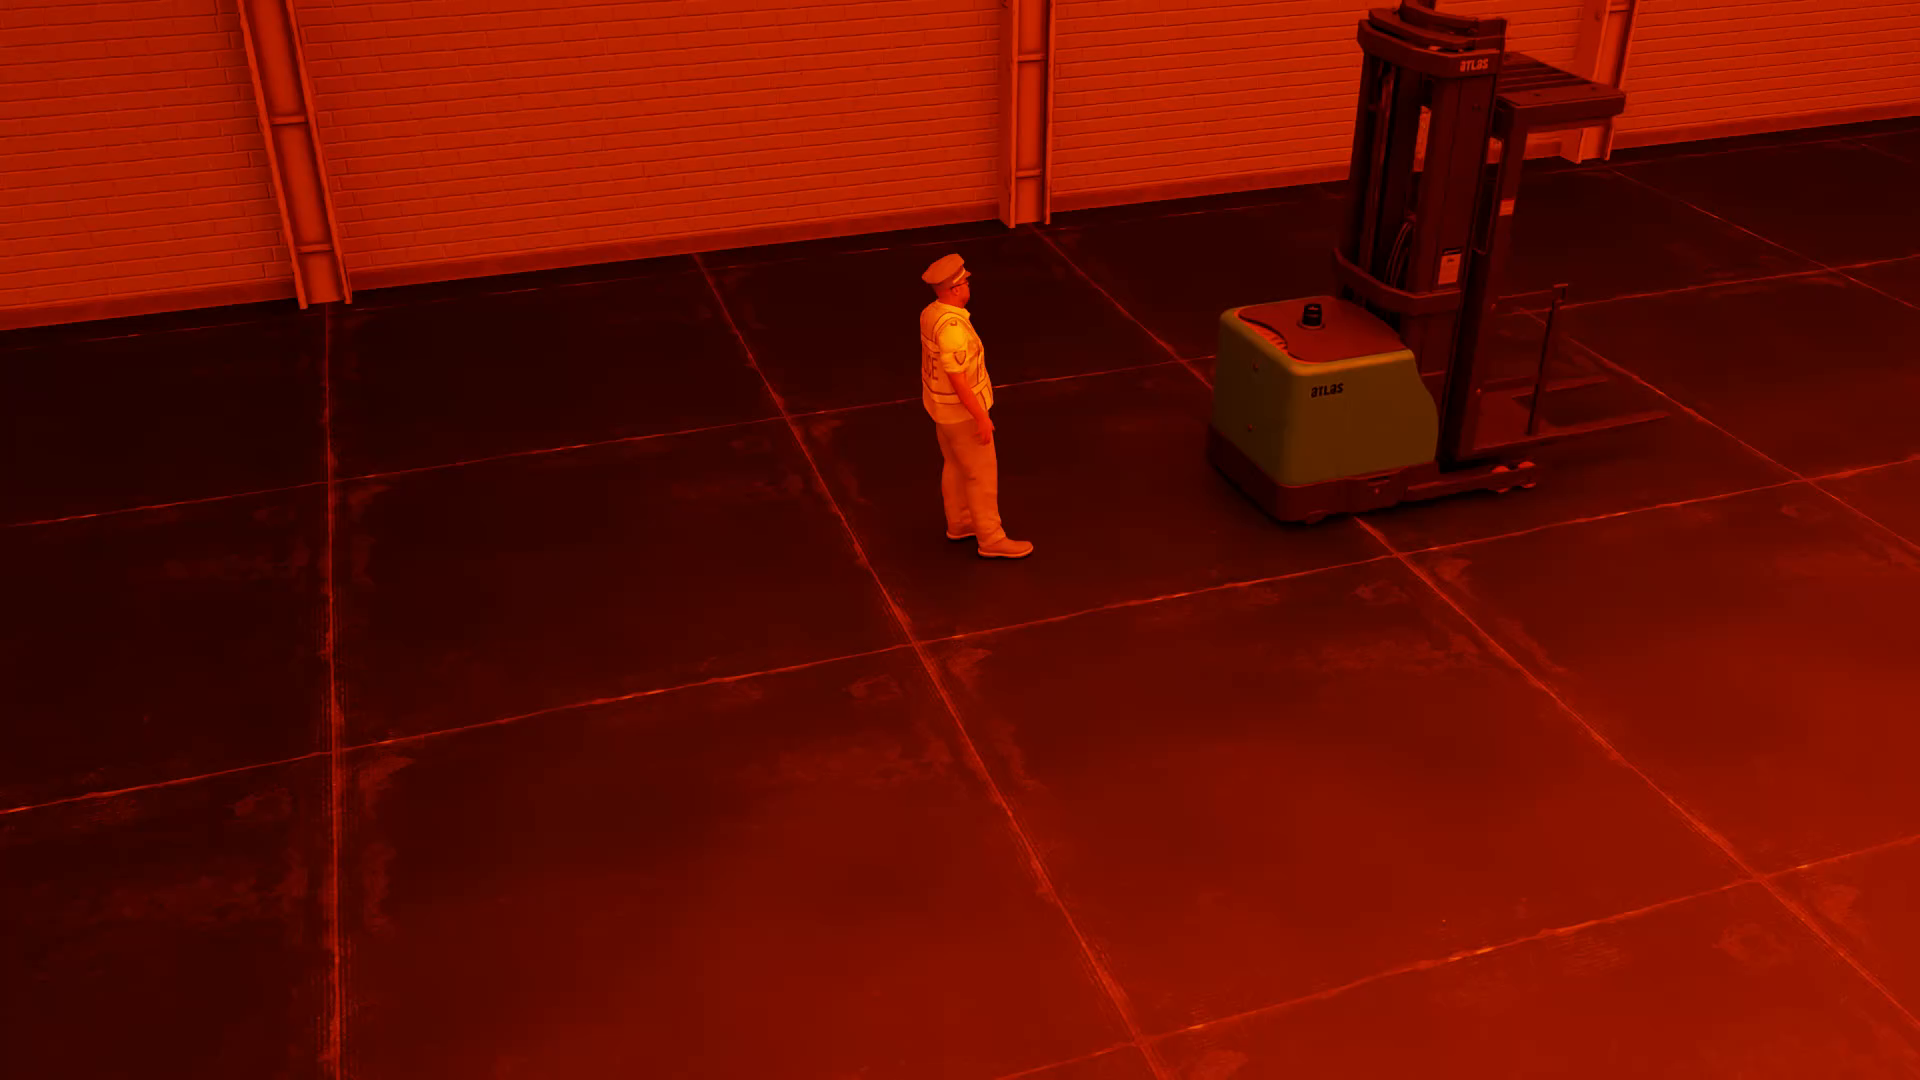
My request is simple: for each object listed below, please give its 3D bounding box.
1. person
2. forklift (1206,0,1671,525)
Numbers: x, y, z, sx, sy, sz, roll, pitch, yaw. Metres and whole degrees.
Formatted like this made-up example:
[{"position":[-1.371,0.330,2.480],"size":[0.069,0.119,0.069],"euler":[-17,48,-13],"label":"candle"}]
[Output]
[{"position":[0.077,-0.785,9.589],"size":[0.575,1.781,0.640],"euler":[-10,31,-16],"label":"person"},{"position":[3.178,-1.806,10.226],"size":[3.031,2.935,1.130],"euler":[-10,31,-17],"label":"forklift"}]
